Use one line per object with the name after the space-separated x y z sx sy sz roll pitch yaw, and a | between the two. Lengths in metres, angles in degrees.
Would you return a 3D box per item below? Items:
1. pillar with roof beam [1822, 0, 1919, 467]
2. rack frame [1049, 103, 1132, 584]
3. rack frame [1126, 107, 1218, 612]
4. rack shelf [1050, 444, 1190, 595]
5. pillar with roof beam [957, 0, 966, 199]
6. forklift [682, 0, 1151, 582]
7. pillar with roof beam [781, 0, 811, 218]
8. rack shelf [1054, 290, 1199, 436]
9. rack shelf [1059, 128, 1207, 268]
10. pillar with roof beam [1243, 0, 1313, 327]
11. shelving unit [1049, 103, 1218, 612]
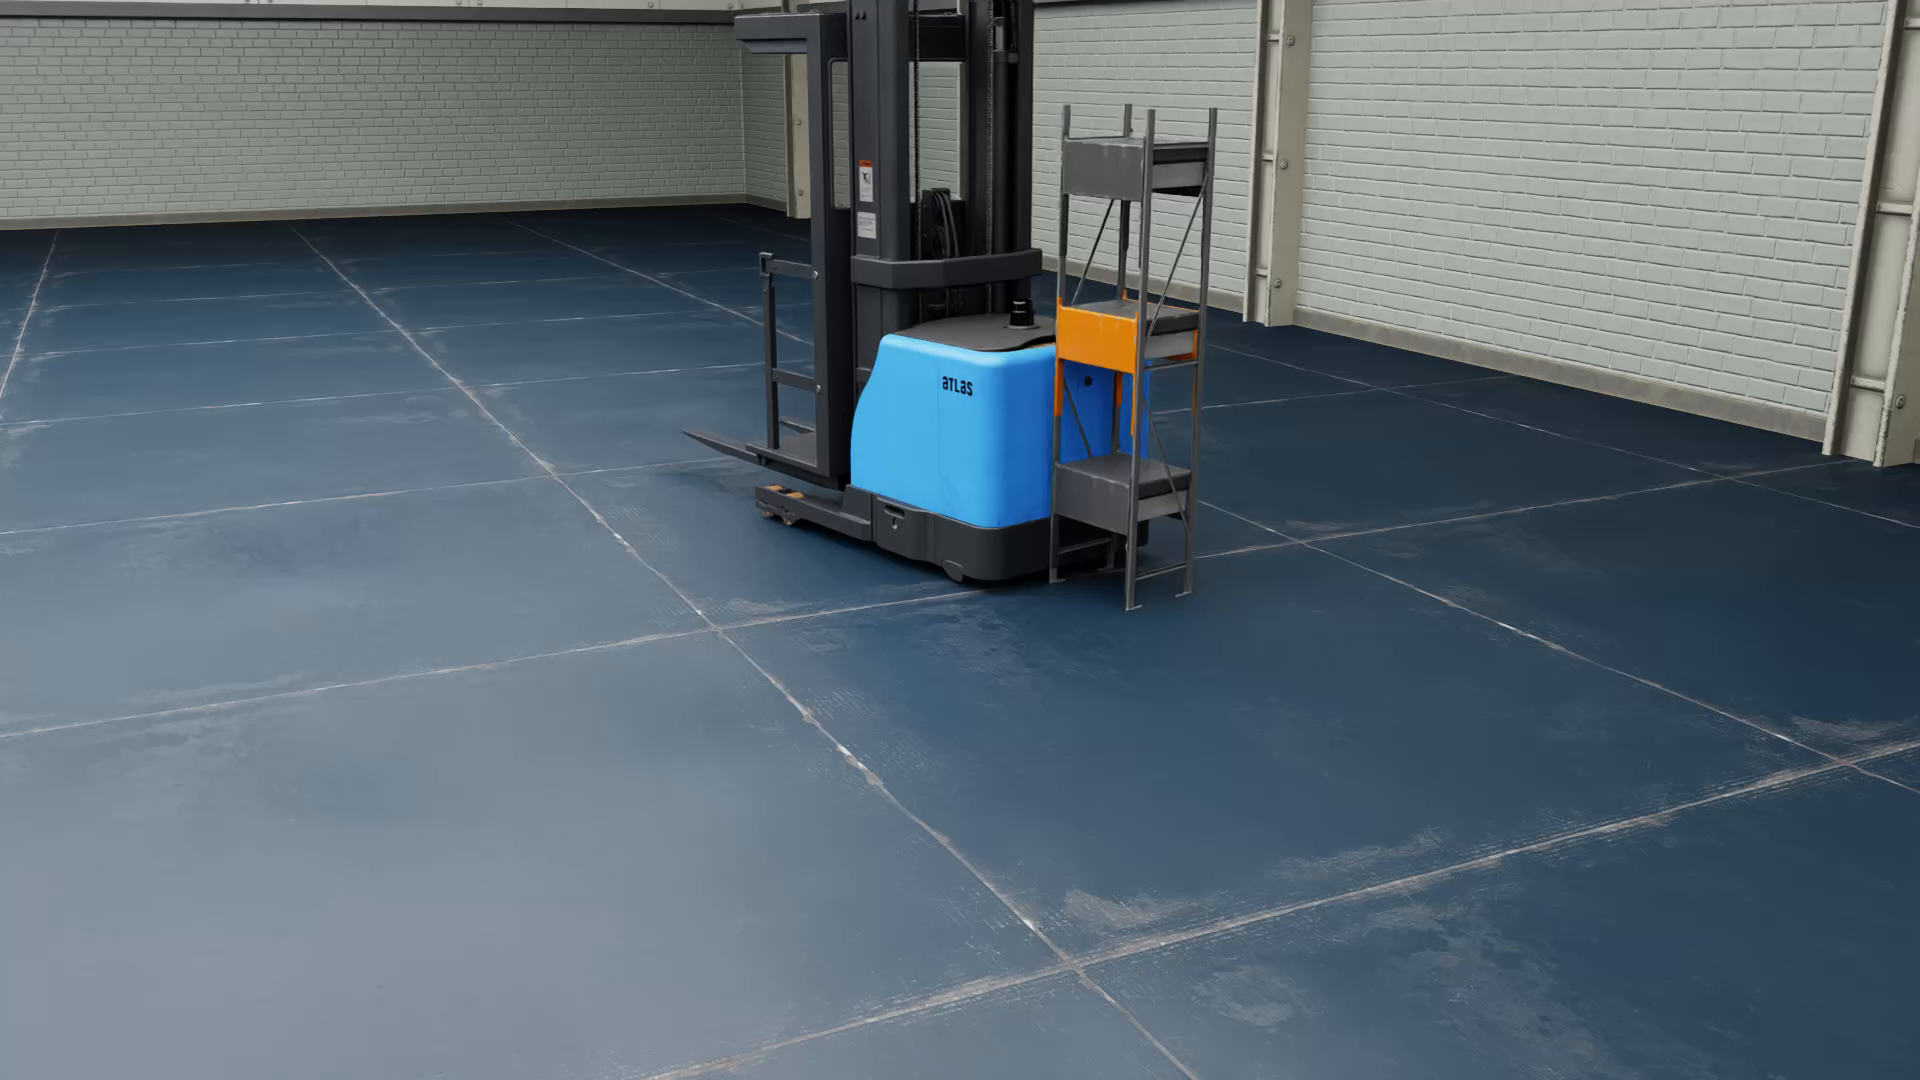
1.574 -4.299 6.918 9.100 9.000 0.400 -8 18 -25 | pillar with roof beam
0.573 -0.841 7.345 0.400 2.100 0.015 -13 21 -38 | rack frame
0.884 -0.730 6.987 0.400 2.100 0.015 -13 21 -38 | rack frame
0.721 -0.102 7.371 0.431 0.518 0.480 -13 21 -38 | rack shelf
-3.683 -7.275 17.287 9.100 9.000 0.400 -8 18 -25 | pillar with roof beam
-0.411 -1.563 8.385 1.130 2.935 3.031 -12 20 -37 | forklift
-6.311 -8.762 22.471 9.100 9.000 0.400 -8 18 -25 | pillar with roof beam
0.728 -0.772 7.170 0.431 0.518 0.480 -13 21 -38 | rack shelf
0.736 -1.443 6.968 0.431 0.518 0.480 -13 21 -38 | rack shelf
-1.054 -5.787 12.102 9.100 9.000 0.400 -8 18 -25 | pillar with roof beam
0.728 -0.786 7.166 0.431 2.100 0.503 -13 21 -38 | shelving unit
